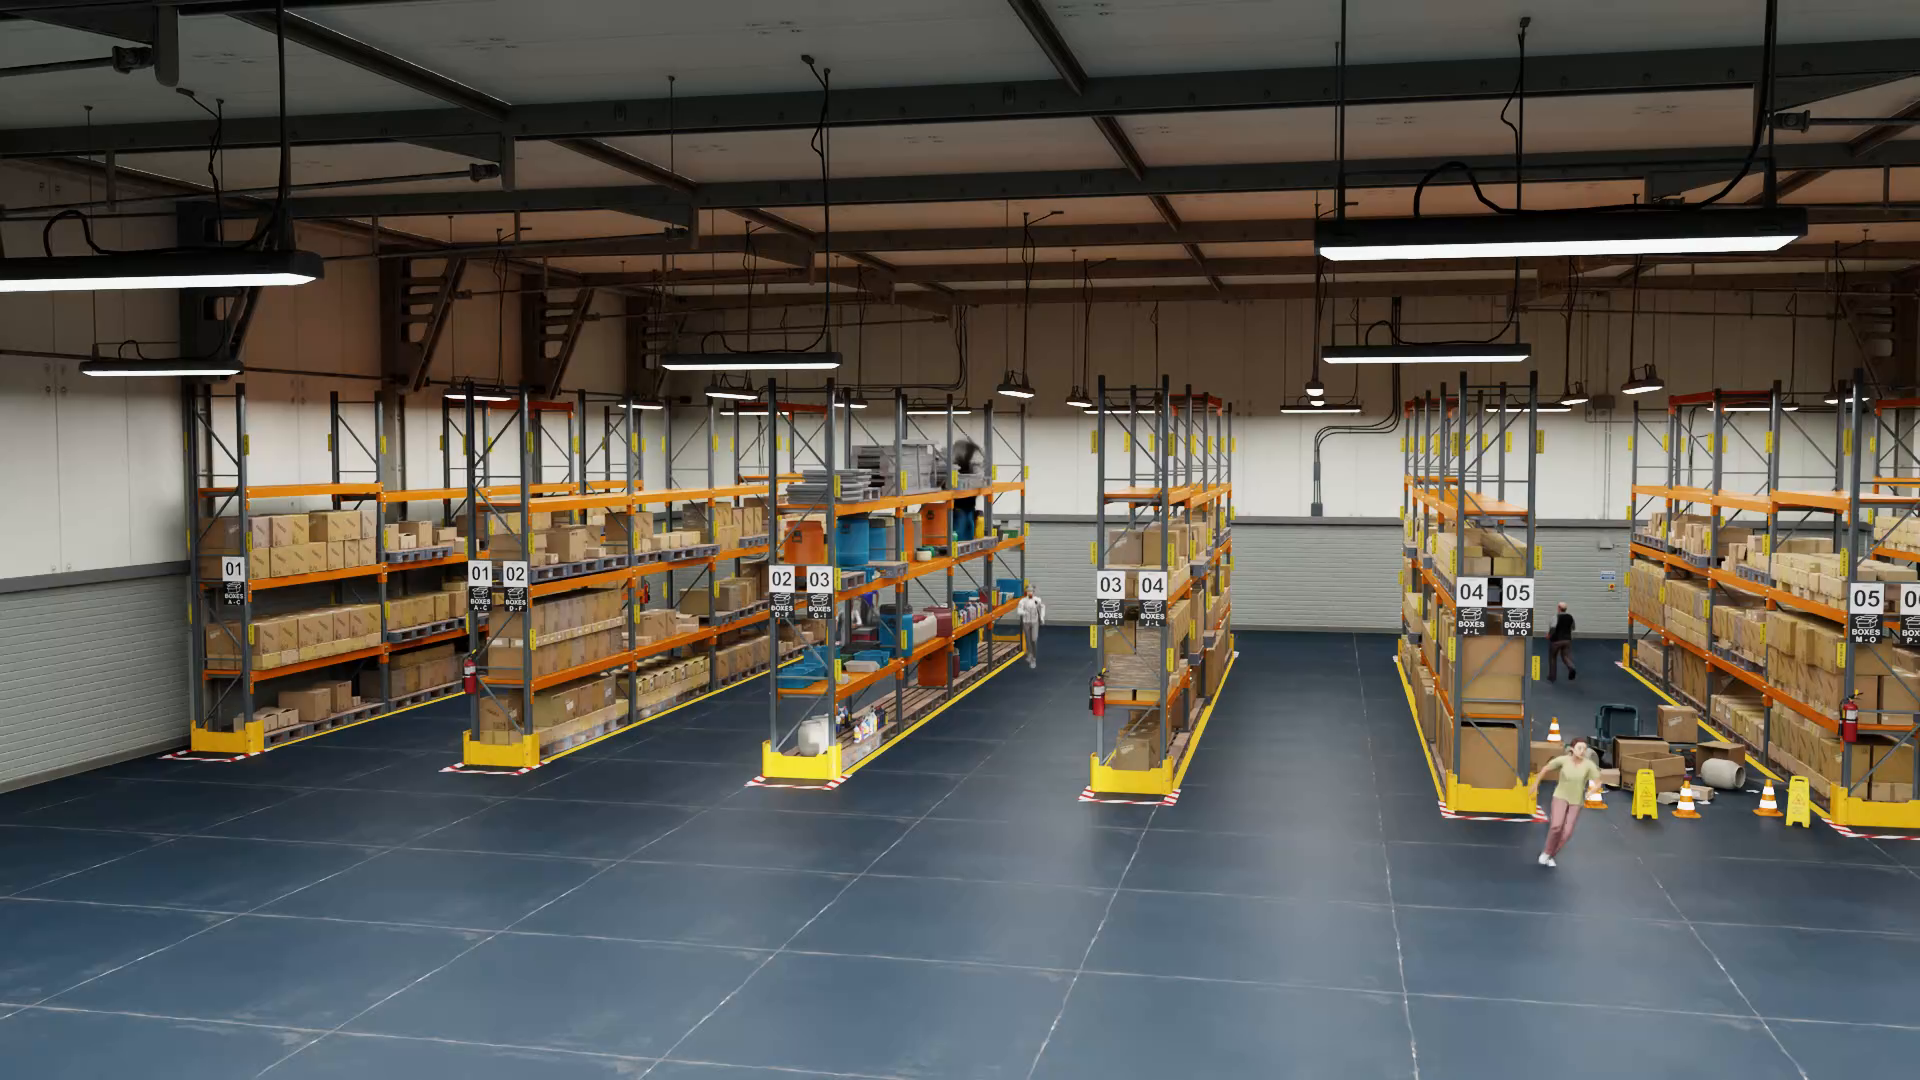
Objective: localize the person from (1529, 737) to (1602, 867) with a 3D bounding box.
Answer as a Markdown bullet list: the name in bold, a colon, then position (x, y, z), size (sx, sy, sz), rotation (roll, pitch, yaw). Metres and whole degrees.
- **person**: position (7.184, 3.103, 19.635), size (0.756, 1.561, 0.608), rotation (0, 3, 3)

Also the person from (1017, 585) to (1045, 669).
- **person**: position (1.528, 1.846, 35.738), size (0.583, 1.795, 0.779), rotation (0, 3, 7)

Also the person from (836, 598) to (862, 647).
- **person**: position (-2.267, 1.977, 33.826), size (0.571, 1.628, 0.801), rotation (0, 3, 4)

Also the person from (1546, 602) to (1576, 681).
- **person**: position (12.642, 2.148, 34.968), size (0.655, 1.699, 0.905), rotation (0, 3, -7)

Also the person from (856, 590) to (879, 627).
- **person**: position (-2.352, 1.773, 42.029), size (0.534, 1.715, 0.848), rotation (0, 3, 7)
